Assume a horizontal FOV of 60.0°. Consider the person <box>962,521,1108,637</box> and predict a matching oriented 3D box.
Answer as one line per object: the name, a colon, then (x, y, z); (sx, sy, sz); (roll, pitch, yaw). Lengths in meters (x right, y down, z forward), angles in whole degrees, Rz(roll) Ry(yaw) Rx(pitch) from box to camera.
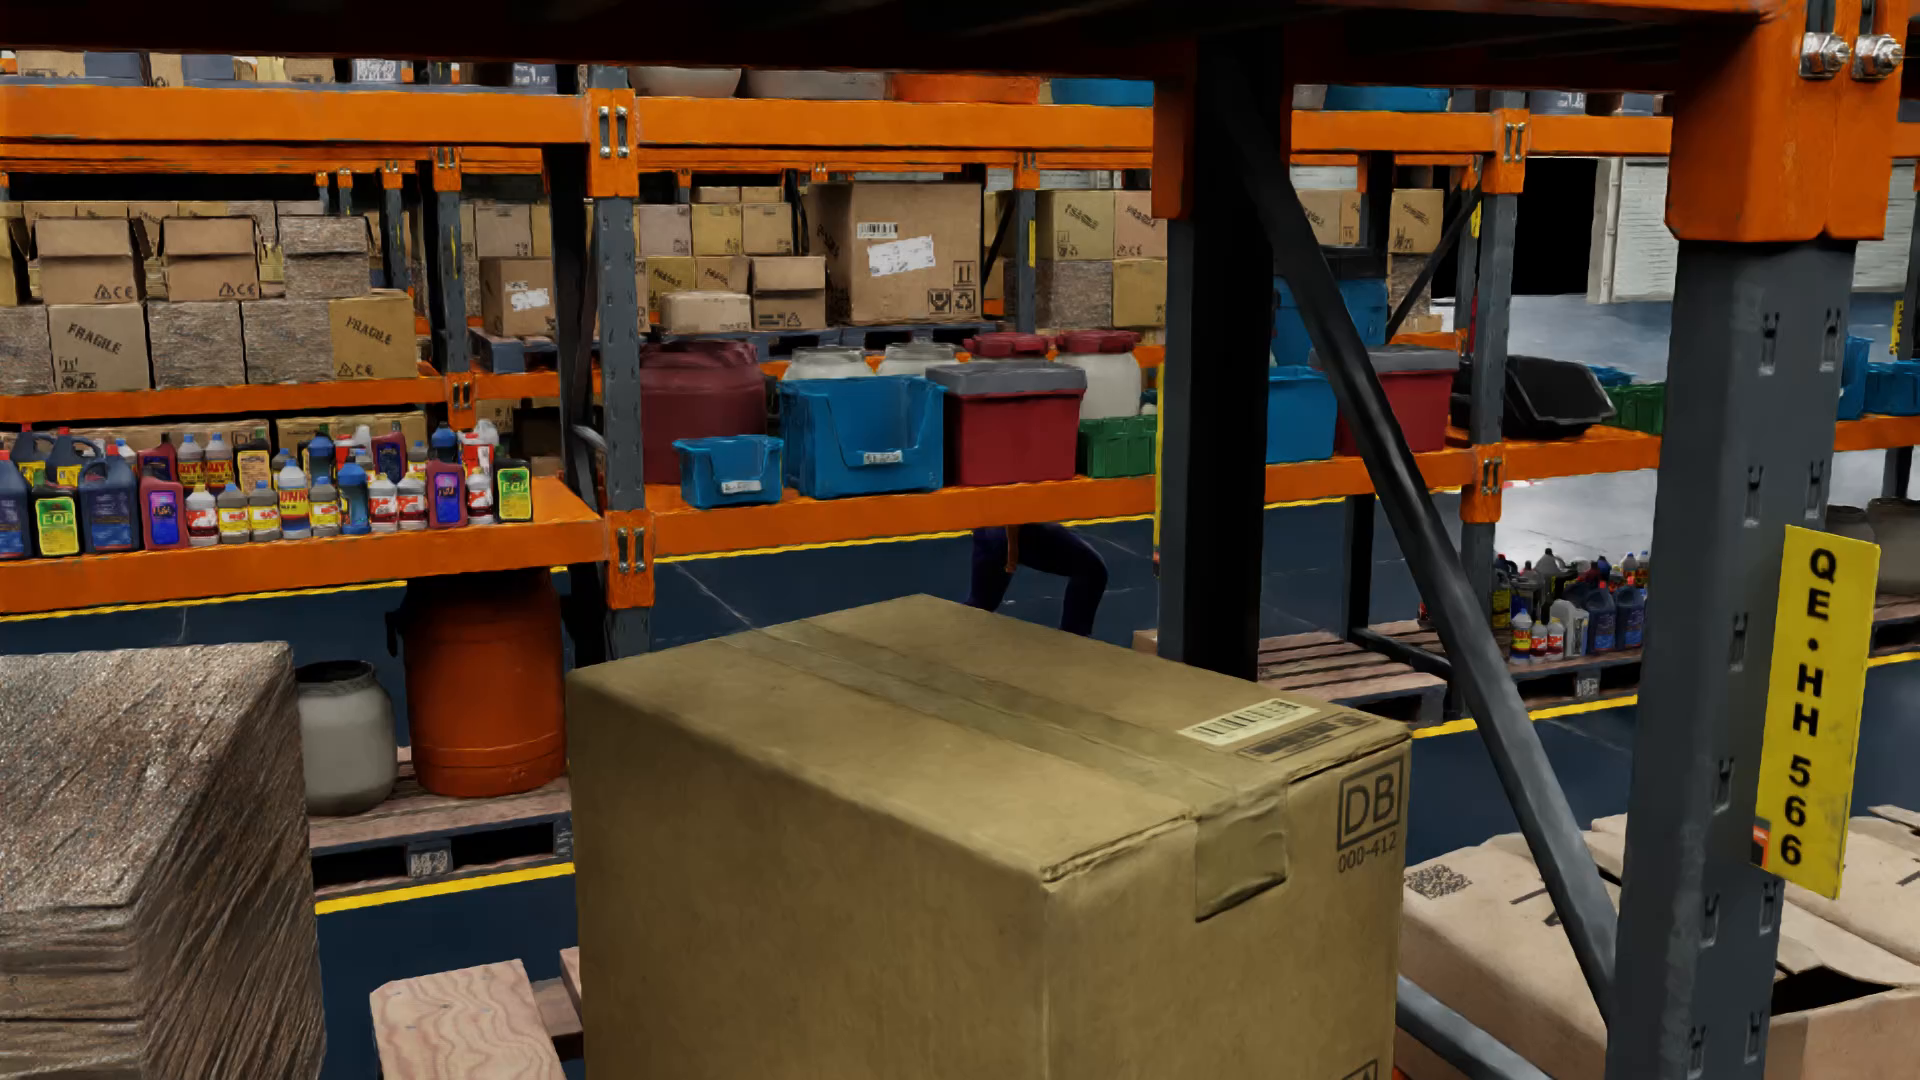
person: (0.333, -0.040, 8.169); (0.755, 1.617, 0.648); (-3, 12, -13)
